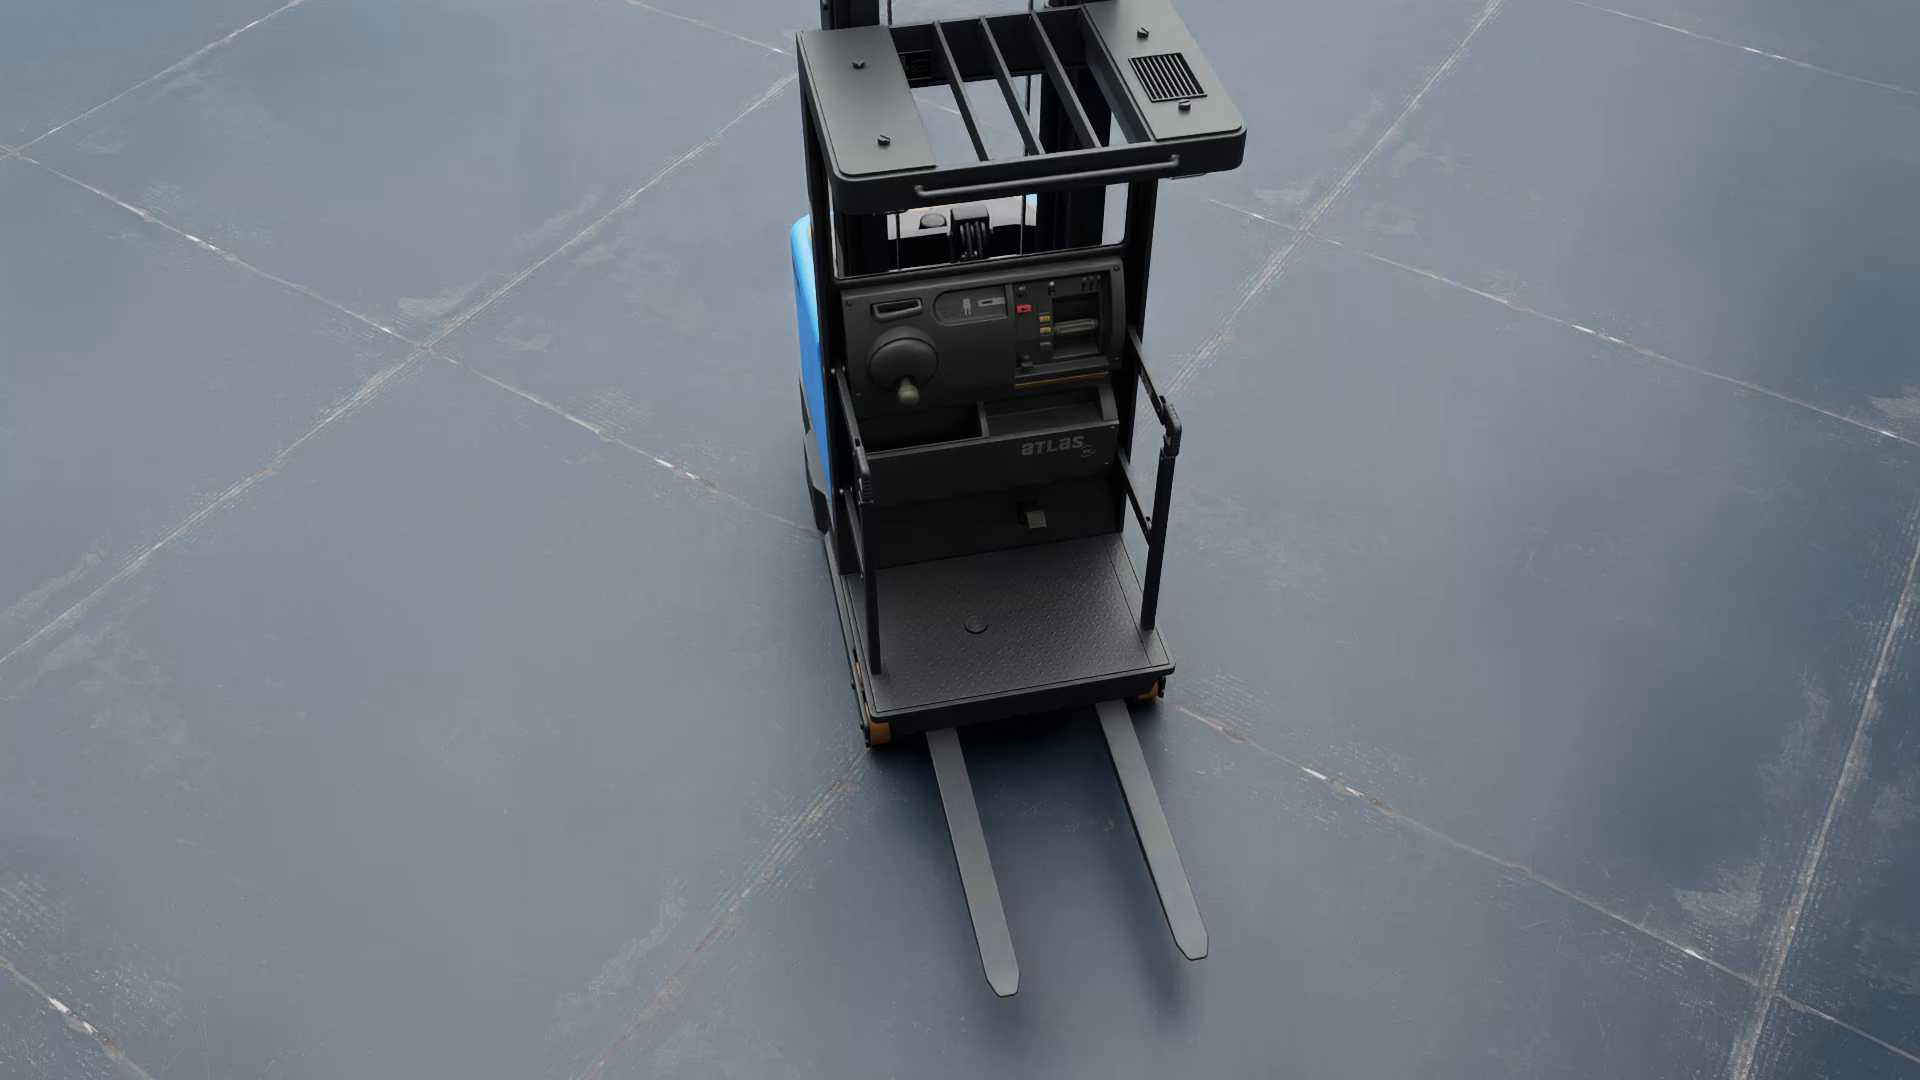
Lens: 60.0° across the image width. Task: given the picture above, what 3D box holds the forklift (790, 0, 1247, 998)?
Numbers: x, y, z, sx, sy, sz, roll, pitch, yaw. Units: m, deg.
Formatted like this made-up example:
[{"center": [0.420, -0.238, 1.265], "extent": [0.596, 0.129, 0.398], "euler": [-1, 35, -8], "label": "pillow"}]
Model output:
[{"center": [0.130, -0.580, 5.270], "extent": [1.130, 2.935, 3.031], "euler": [-9, 46, -8], "label": "forklift"}]
